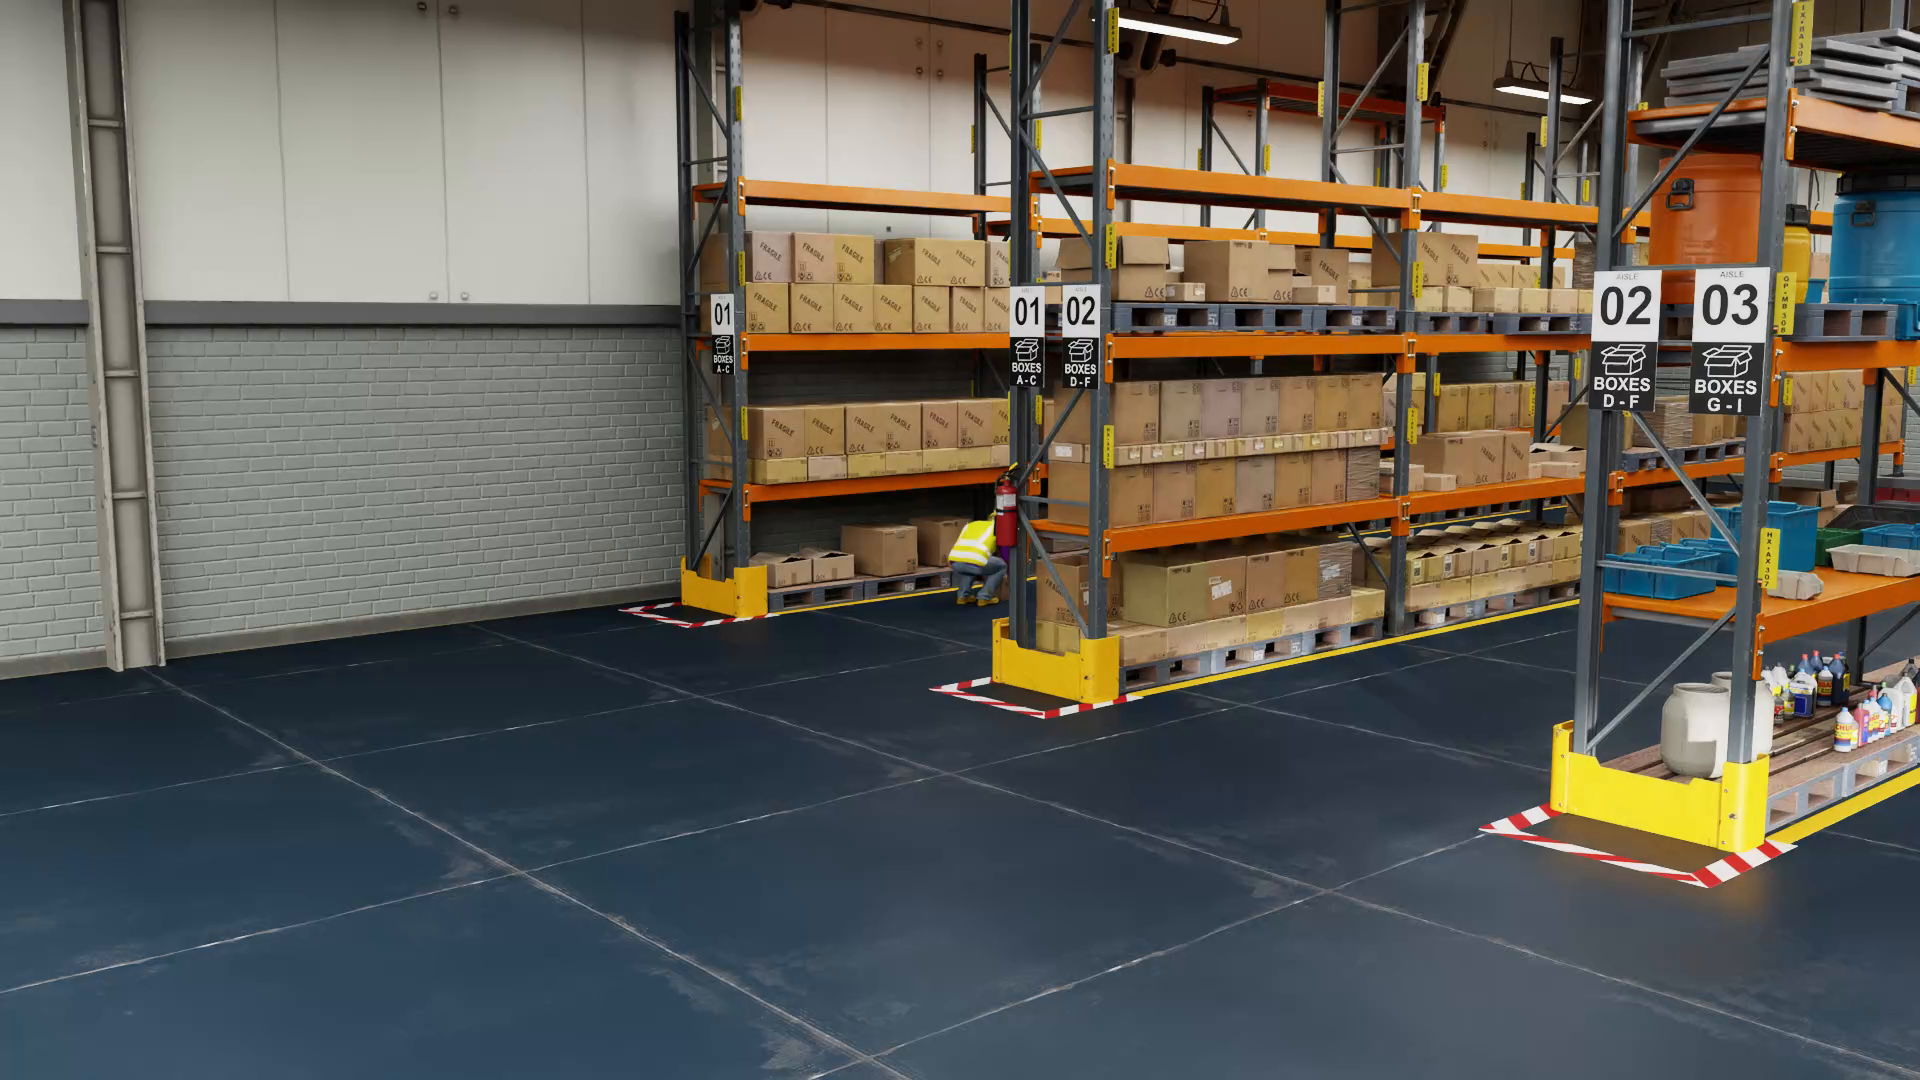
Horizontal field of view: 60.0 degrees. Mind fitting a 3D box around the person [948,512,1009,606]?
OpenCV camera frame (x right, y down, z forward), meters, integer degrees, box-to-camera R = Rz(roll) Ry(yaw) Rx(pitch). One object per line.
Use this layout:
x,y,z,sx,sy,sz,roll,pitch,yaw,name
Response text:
0.213,0.197,17.468,0.567,0.926,0.897,5,9,35,person
